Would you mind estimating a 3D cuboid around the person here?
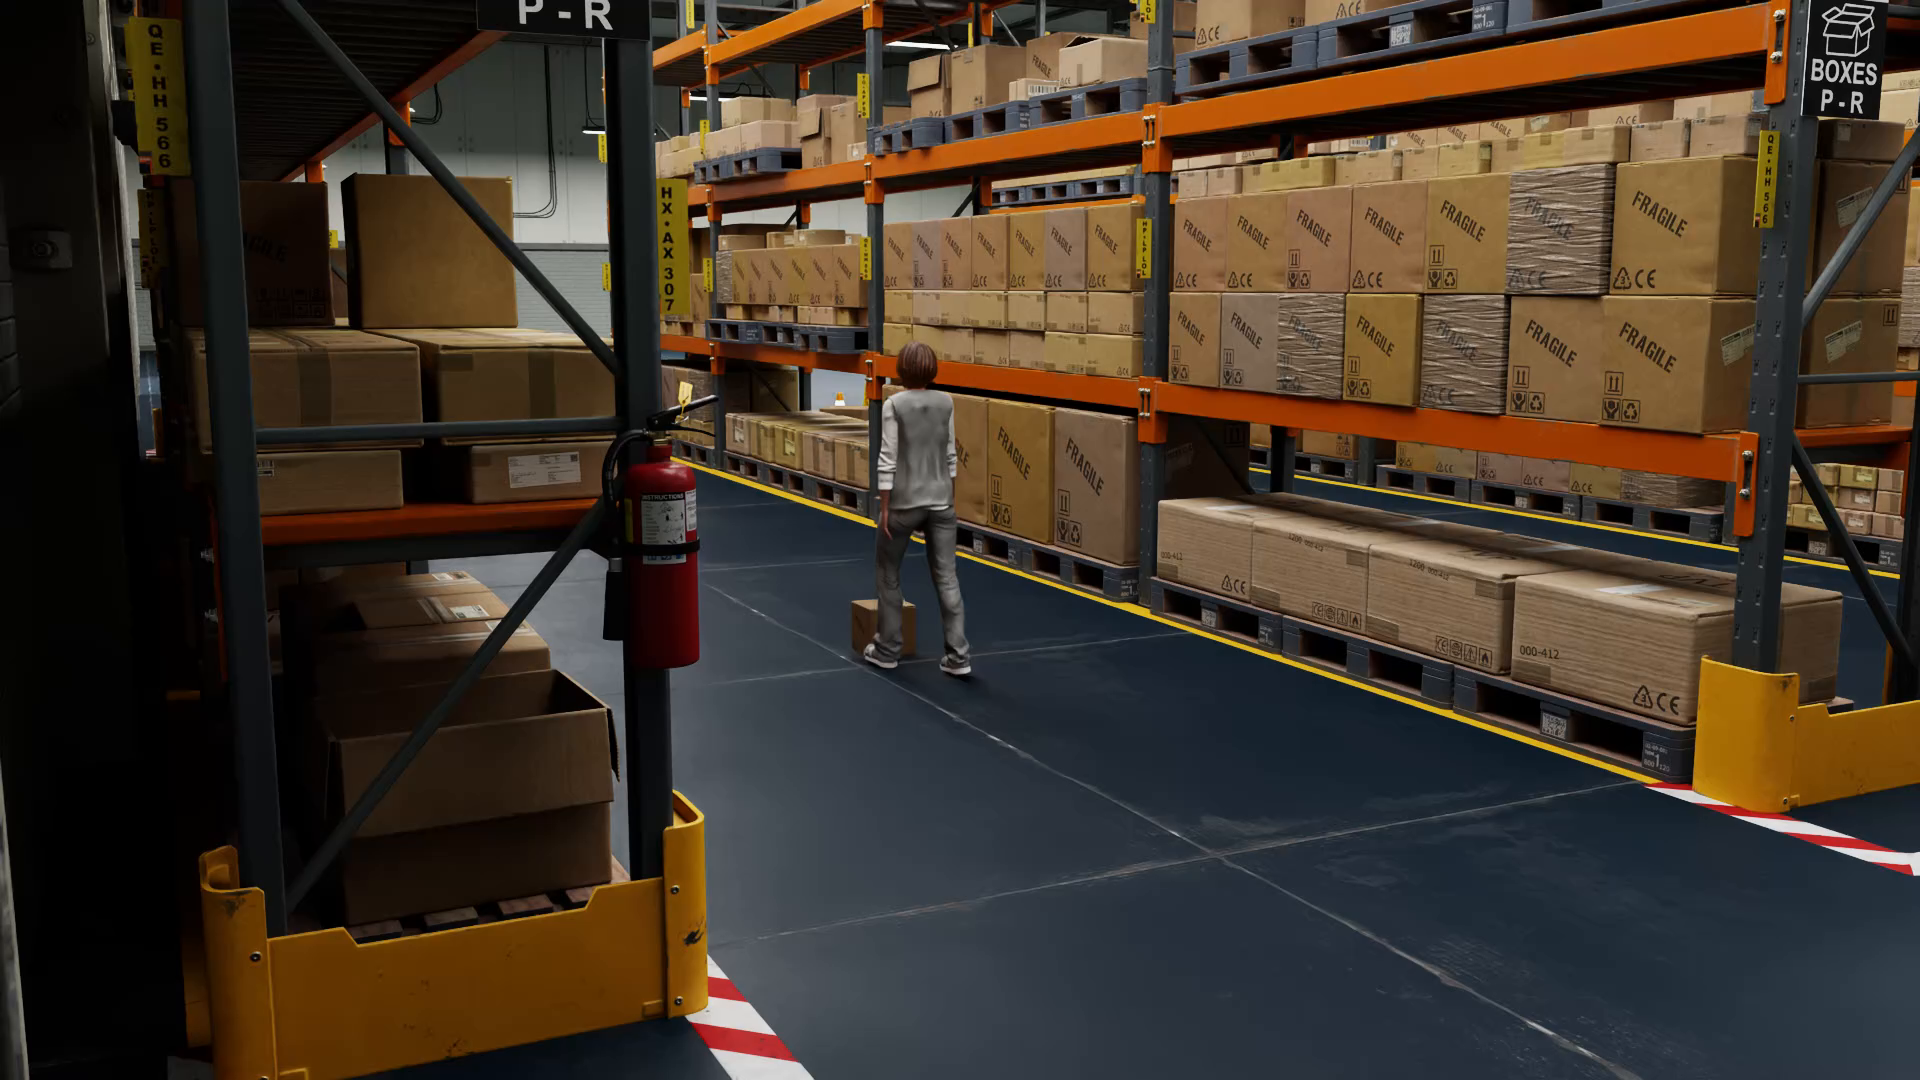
[{"bbox_3d":[-0.214,-0.139,7.925,0.418,1.552,0.601,-4,10,-25],"label":"person"}]
